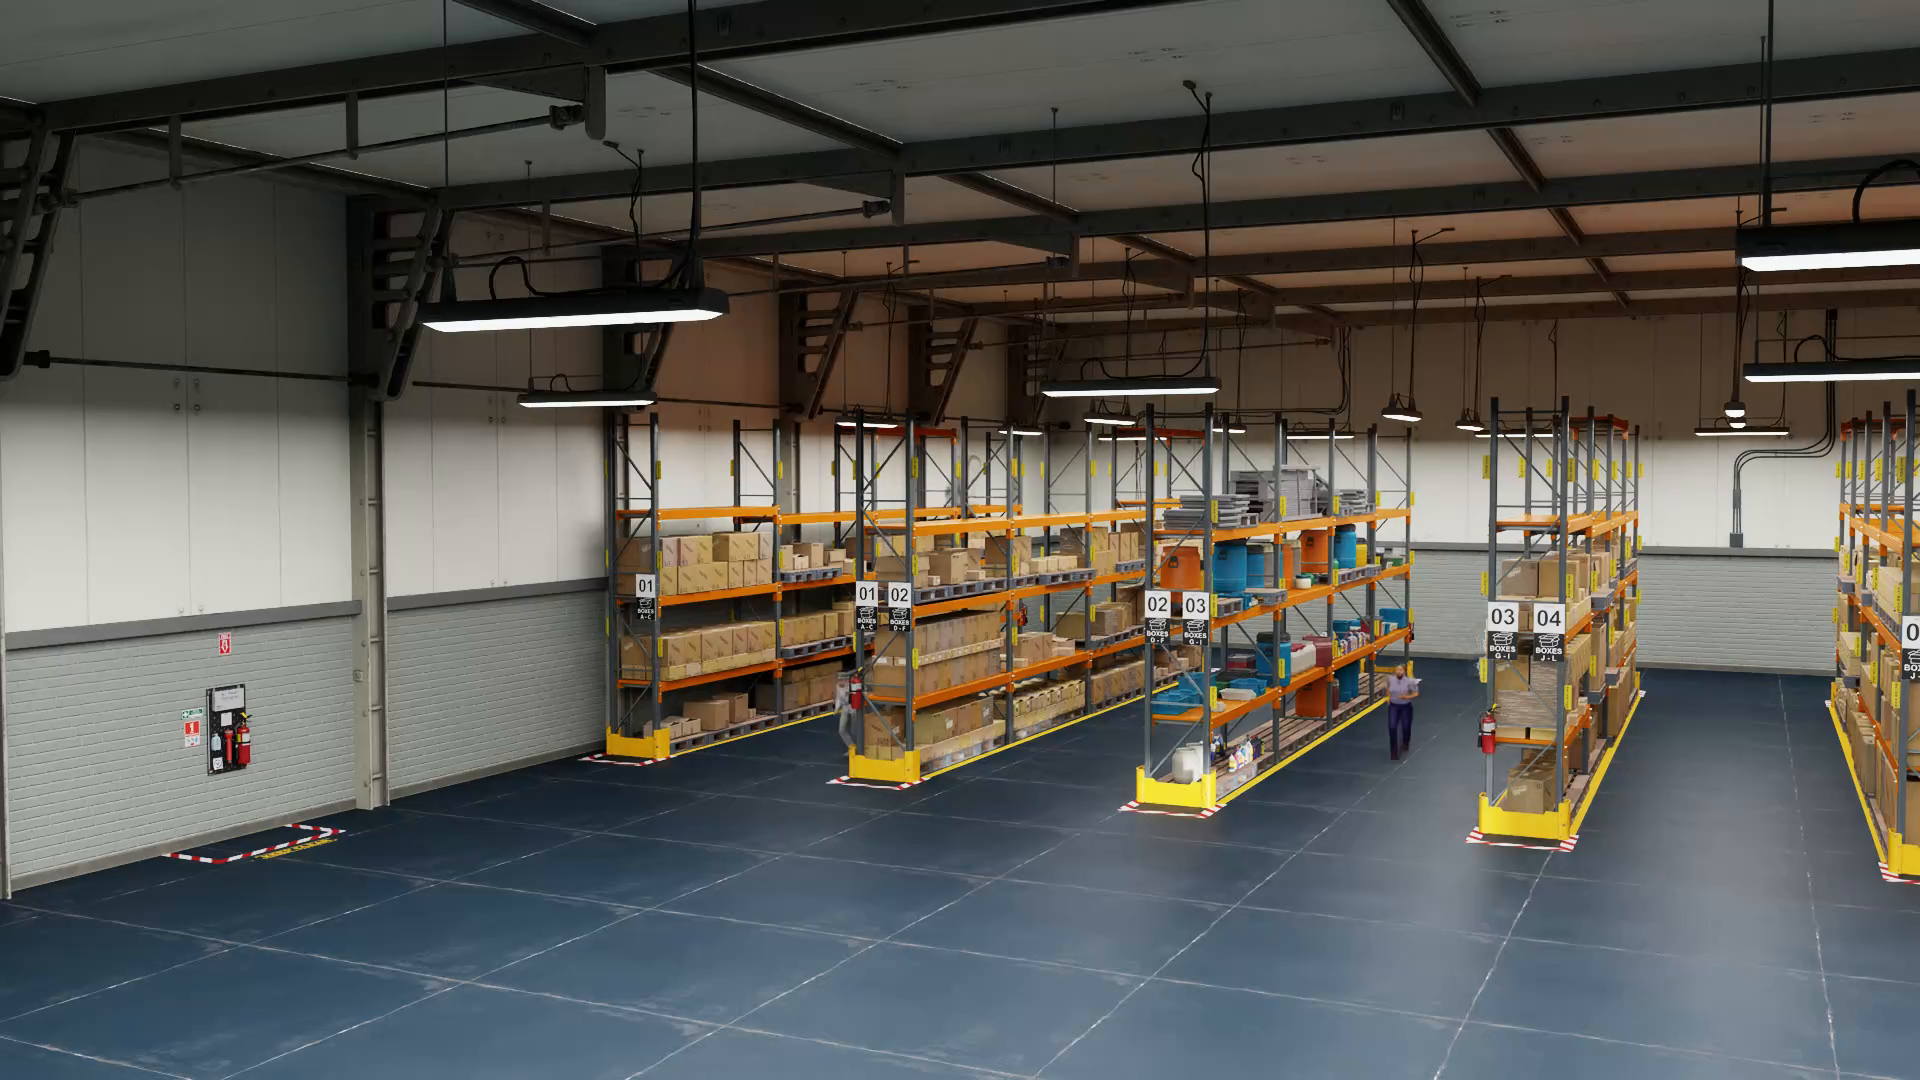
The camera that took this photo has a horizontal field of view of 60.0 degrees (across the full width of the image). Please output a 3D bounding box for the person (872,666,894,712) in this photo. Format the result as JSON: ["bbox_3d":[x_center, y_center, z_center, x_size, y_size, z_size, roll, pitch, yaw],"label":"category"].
[{"bbox_3d":[-1.430,2.829,32.487,0.654,1.659,0.760,0,2,8],"label":"person"}]

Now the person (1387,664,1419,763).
[{"bbox_3d":[7.683,2.995,28.869,0.560,1.690,0.957,1,3,19],"label":"person"}]

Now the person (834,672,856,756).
[{"bbox_3d":[-1.866,3.040,29.257,0.626,1.512,0.964,1,3,30],"label":"person"}]
